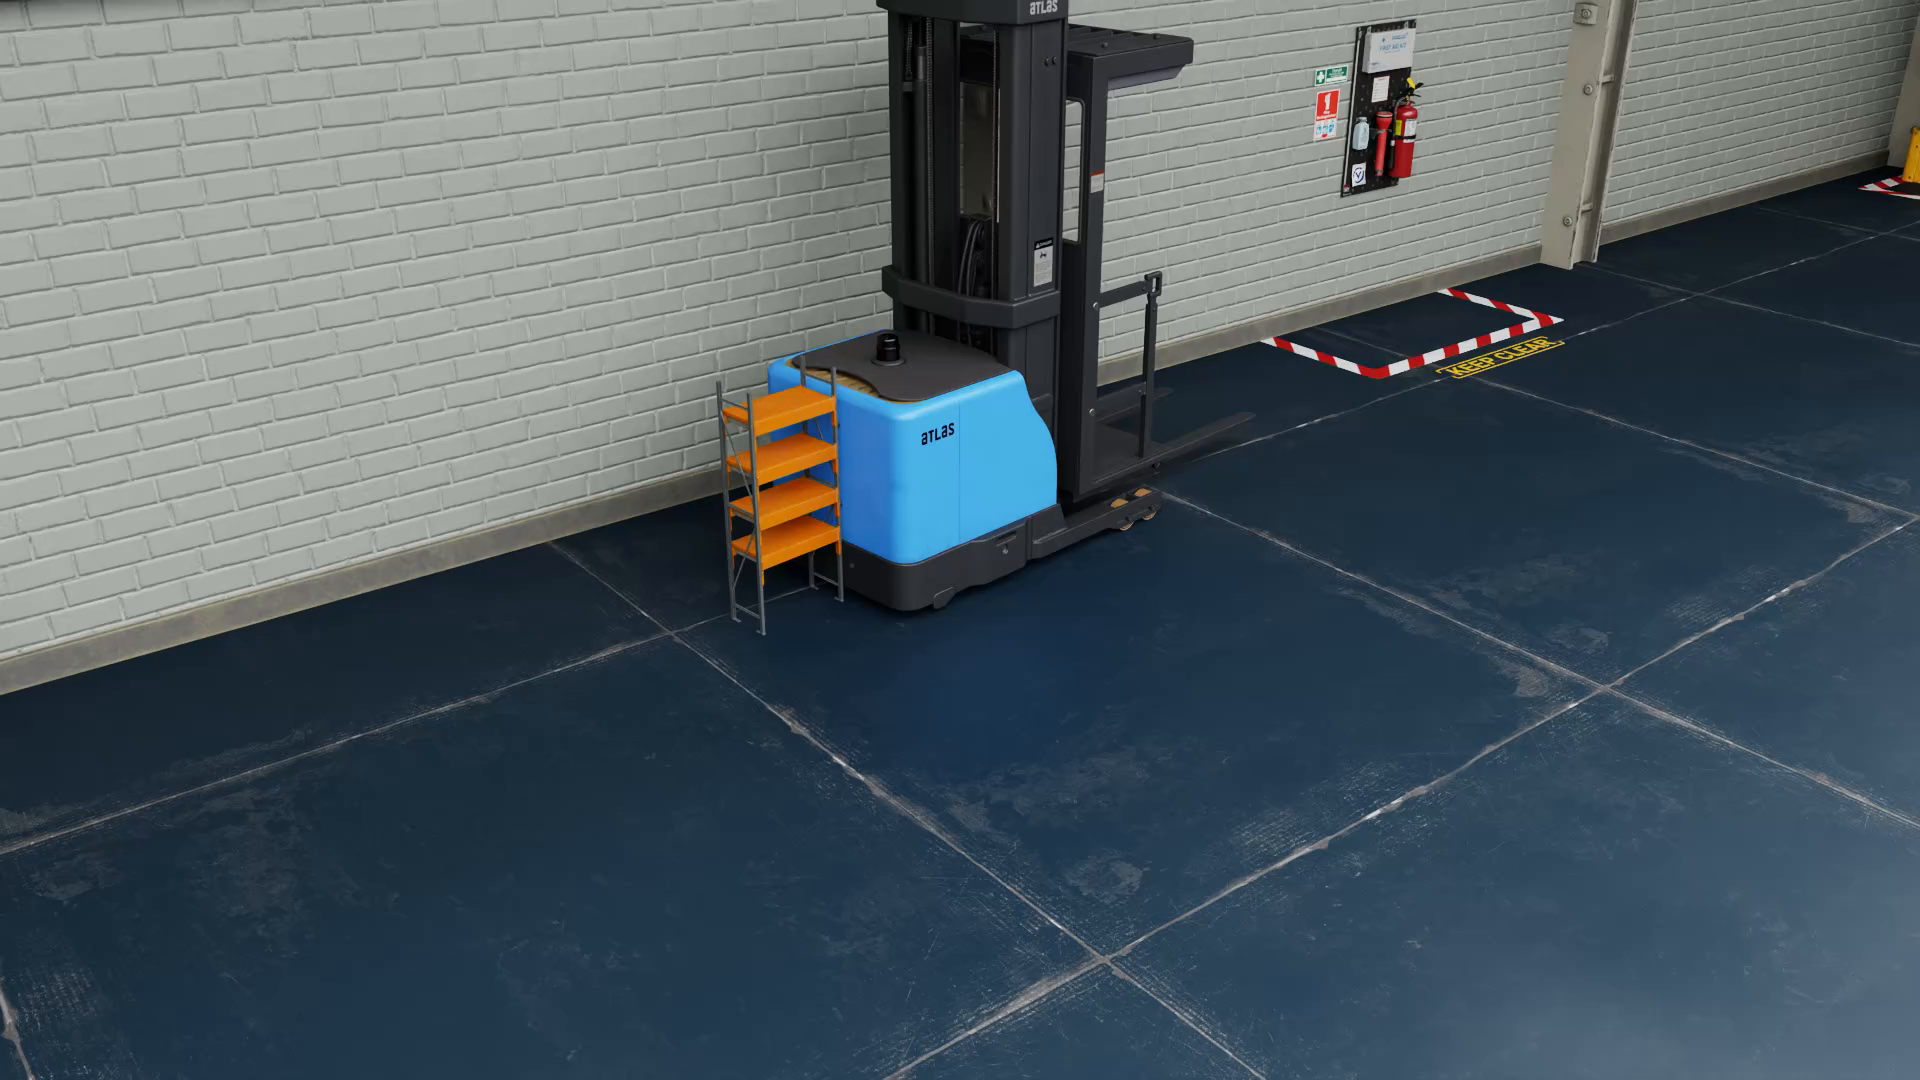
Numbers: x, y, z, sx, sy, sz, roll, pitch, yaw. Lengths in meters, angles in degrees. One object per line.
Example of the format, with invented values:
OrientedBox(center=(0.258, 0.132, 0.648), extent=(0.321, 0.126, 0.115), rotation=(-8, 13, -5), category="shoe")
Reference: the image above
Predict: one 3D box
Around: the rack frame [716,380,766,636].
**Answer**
OrientedBox(center=(-1.001, -0.134, 7.613), extent=(0.240, 1.200, 0.015), rotation=(23, 33, 40), category="rack frame")

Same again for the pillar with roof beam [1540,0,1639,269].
OrientedBox(center=(7.649, -4.949, 8.724), extent=(0.400, 9.000, 9.100), rotation=(-18, 31, -34), category="pillar with roof beam")

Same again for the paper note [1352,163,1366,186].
OrientedBox(center=(2.843, -2.602, 11.839), extent=(0.142, 0.148, 0.016), rotation=(-18, 31, -34), category="paper note")

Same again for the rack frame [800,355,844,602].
OrientedBox(center=(-0.657, -0.279, 7.926), extent=(0.240, 1.200, 0.015), rotation=(23, 33, 40), category="rack frame")

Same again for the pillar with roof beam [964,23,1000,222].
OrientedBox(center=(2.928, -3.390, 5.365), extent=(0.400, 9.000, 9.100), rotation=(-18, 31, -34), category="pillar with roof beam")

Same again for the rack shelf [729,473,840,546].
OrientedBox(center=(-0.829, -0.145, 7.798), extent=(0.258, 0.148, 0.480), rotation=(23, 33, 40), category="rack shelf")

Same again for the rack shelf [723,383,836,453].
OrientedBox(center=(-0.829, -0.563, 7.604), extent=(0.258, 0.148, 0.480), rotation=(23, 33, 40), category="rack shelf")

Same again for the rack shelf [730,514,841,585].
OrientedBox(center=(-0.829, 0.035, 7.881), extent=(0.258, 0.148, 0.480), rotation=(23, 33, 40), category="rack shelf")

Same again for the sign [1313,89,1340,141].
OrientedBox(center=(2.526, -2.931, 11.460), extent=(0.234, 0.329, 0.001), rotation=(-18, 31, -34), category="sign")

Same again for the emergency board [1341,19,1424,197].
OrientedBox(center=(3.025, -3.024, 11.703), extent=(0.643, 1.169, 0.194), rotation=(-18, 31, -34), category="emergency board")

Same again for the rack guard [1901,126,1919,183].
OrientedBox(center=(9.757, -3.630, 15.977), extent=(0.348, 0.500, 1.175), rotation=(-18, 31, -34), category="rack guard")

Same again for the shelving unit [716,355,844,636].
OrientedBox(center=(-0.829, -0.206, 7.770), extent=(0.258, 1.200, 0.503), rotation=(23, 33, 40), category="shelving unit")

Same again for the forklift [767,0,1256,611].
OrientedBox(center=(0.445, -1.517, 8.537), extent=(1.130, 2.935, 3.031), rotation=(23, 33, 40), category="forklift")

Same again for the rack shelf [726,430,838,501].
OrientedBox(center=(-0.829, -0.348, 7.704), extent=(0.258, 0.148, 0.480), rotation=(23, 33, 40), category="rack shelf")

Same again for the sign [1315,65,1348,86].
OrientedBox(center=(2.535, -3.170, 11.345), extent=(0.331, 0.109, 0.001), rotation=(-18, 31, -34), category="sign")

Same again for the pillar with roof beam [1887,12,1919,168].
OrientedBox(center=(12.371, -6.507, 12.082), extent=(0.400, 9.000, 9.100), rotation=(-18, 31, -34), category="pillar with roof beam")
